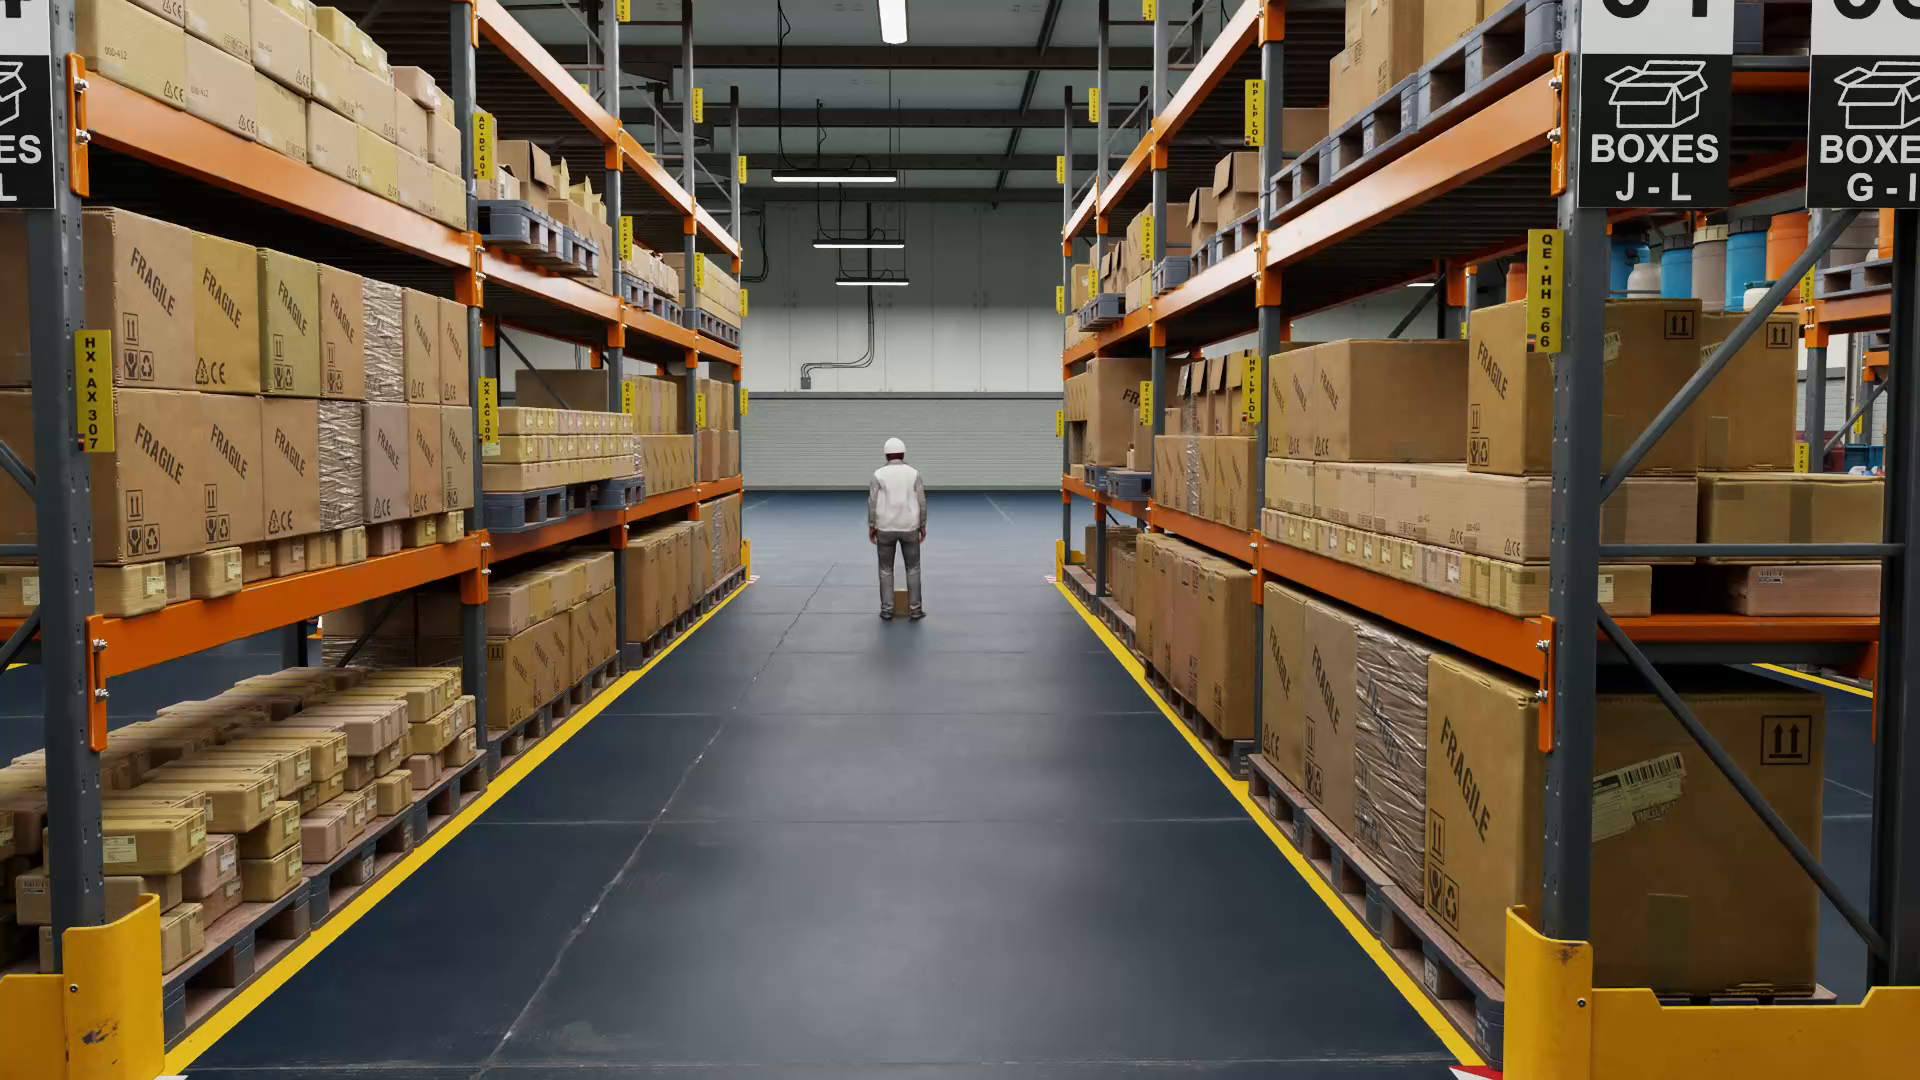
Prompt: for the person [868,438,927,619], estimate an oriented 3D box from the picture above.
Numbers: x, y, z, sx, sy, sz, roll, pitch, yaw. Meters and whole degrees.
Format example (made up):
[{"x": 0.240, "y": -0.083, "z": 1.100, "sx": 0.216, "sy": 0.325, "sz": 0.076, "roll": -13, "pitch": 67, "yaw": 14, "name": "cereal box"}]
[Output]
[{"x": -0.617, "y": -0.118, "z": 16.367, "sx": 0.587, "sy": 1.767, "sz": 0.463, "roll": 0, "pitch": 4, "yaw": -5, "name": "person"}]
